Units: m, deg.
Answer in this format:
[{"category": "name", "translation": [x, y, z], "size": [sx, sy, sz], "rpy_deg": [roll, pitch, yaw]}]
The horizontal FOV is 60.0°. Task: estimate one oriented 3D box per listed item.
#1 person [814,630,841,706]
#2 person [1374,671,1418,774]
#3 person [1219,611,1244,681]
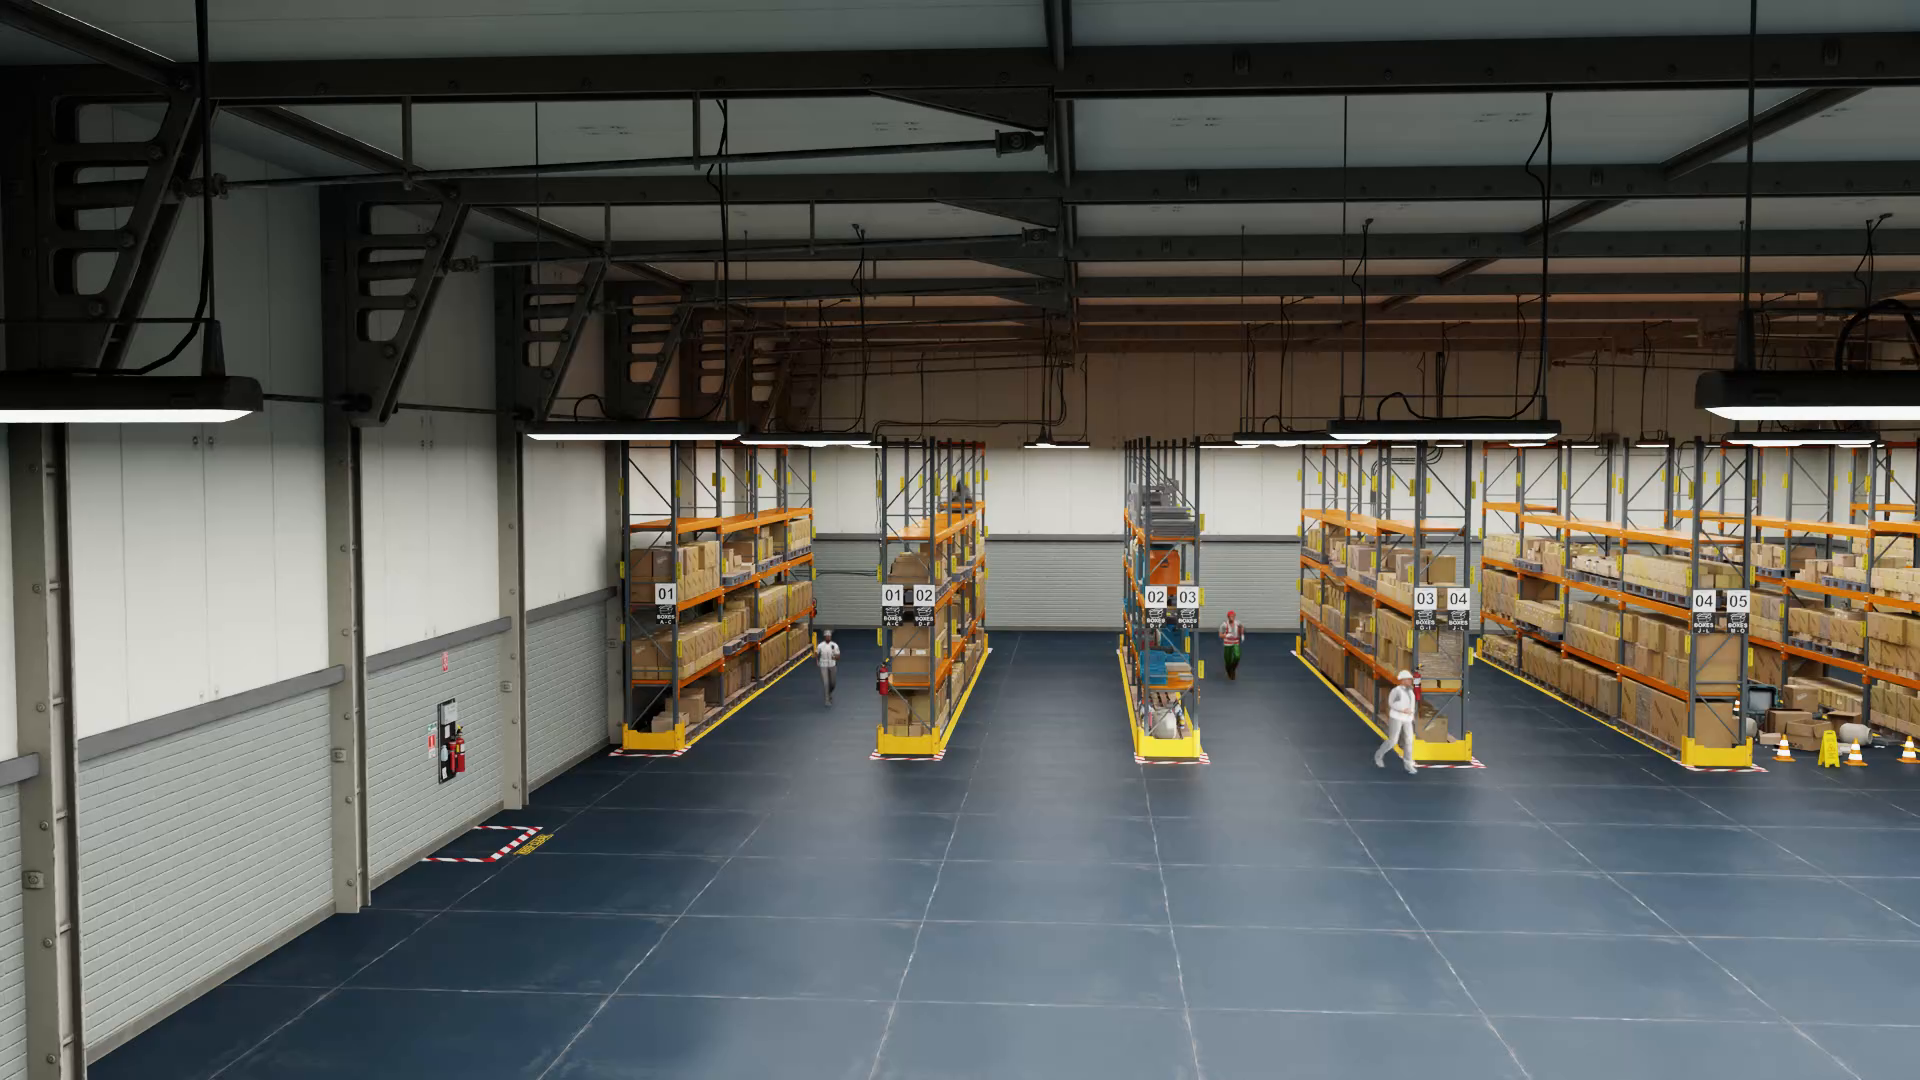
[{"category": "person", "translation": [-2.991, 2.865, 37.596], "size": [0.587, 1.672, 0.878], "rpy_deg": [-1, 3, -10]}, {"category": "person", "translation": [7.936, 3.227, 29.814], "size": [0.702, 1.782, 0.883], "rpy_deg": [-2, 4, -31]}, {"category": "person", "translation": [6.750, 2.618, 41.253], "size": [0.696, 1.747, 0.809], "rpy_deg": [0, 3, -6]}]
